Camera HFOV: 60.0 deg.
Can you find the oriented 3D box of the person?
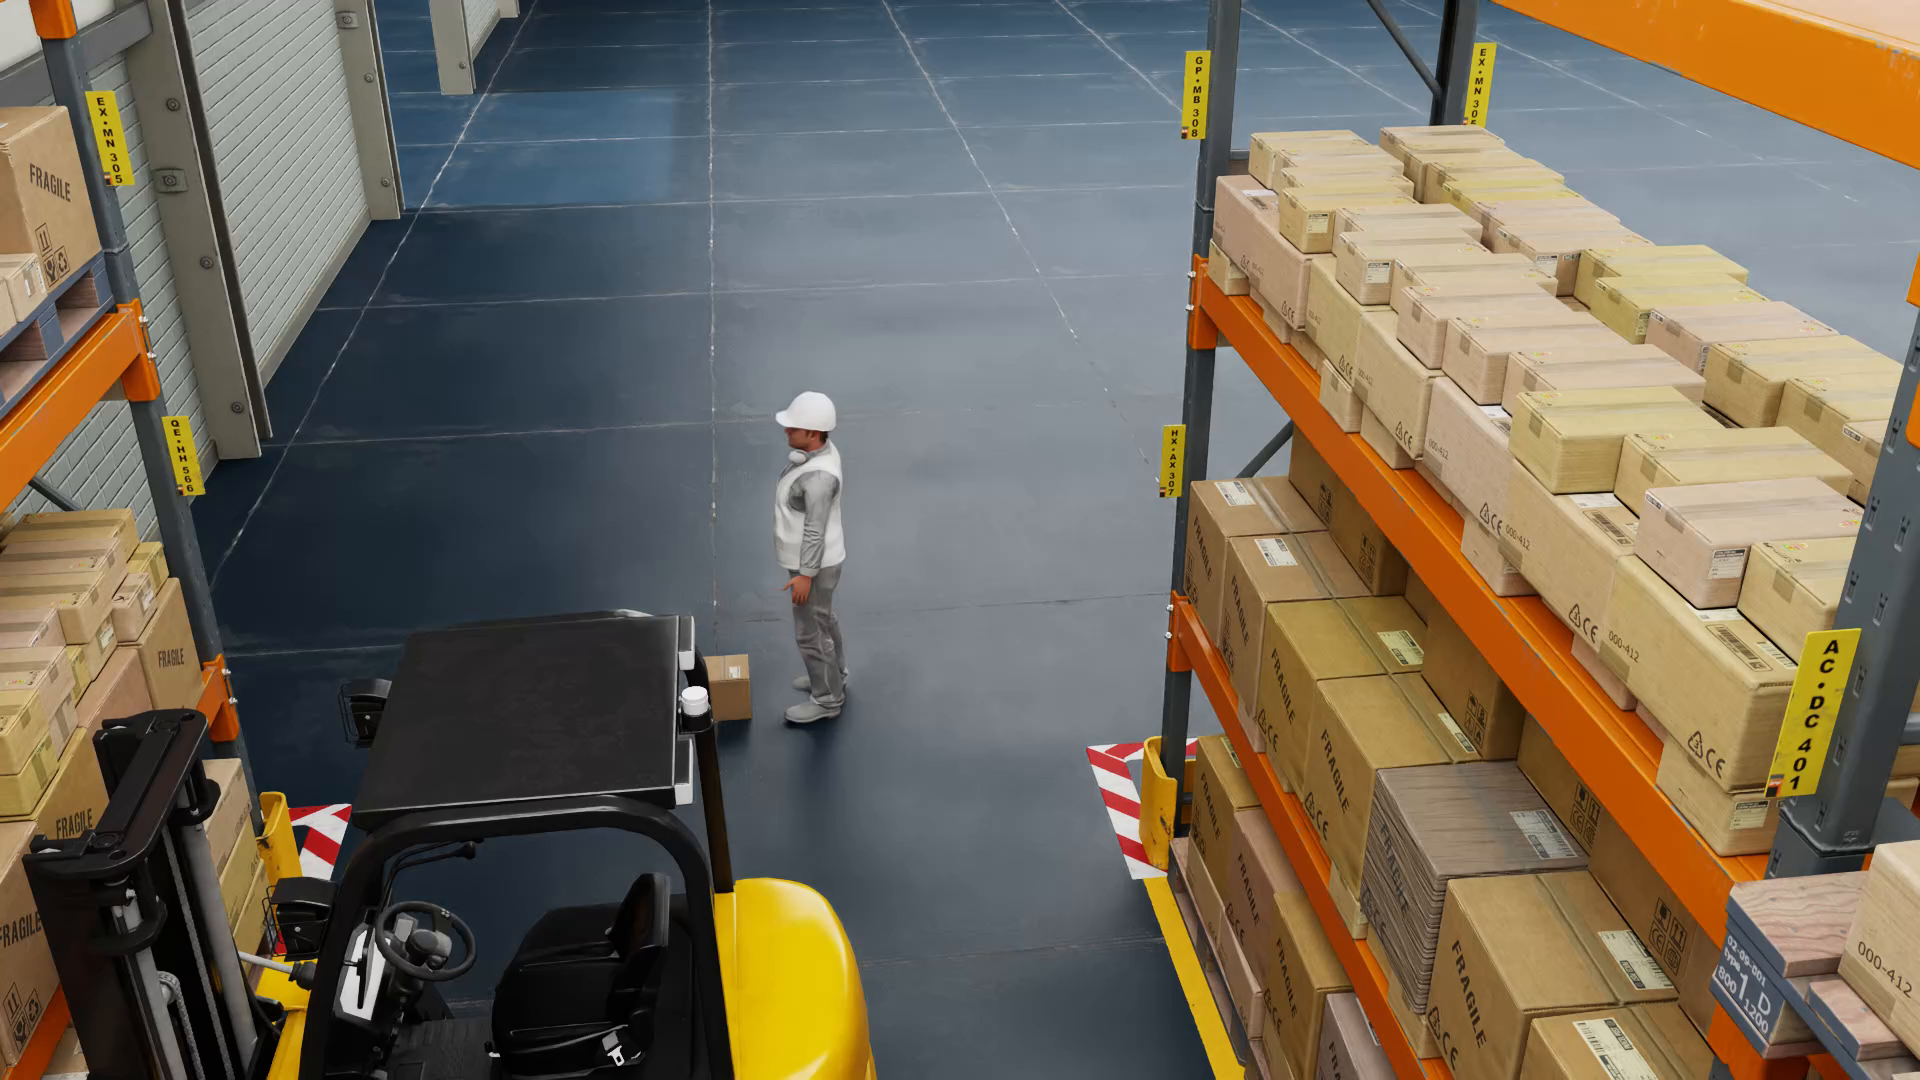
[{"bbox_3d":[-0.759,0.091,8.429,0.357,1.787,0.539,-3,27,-6],"label":"person"}]
